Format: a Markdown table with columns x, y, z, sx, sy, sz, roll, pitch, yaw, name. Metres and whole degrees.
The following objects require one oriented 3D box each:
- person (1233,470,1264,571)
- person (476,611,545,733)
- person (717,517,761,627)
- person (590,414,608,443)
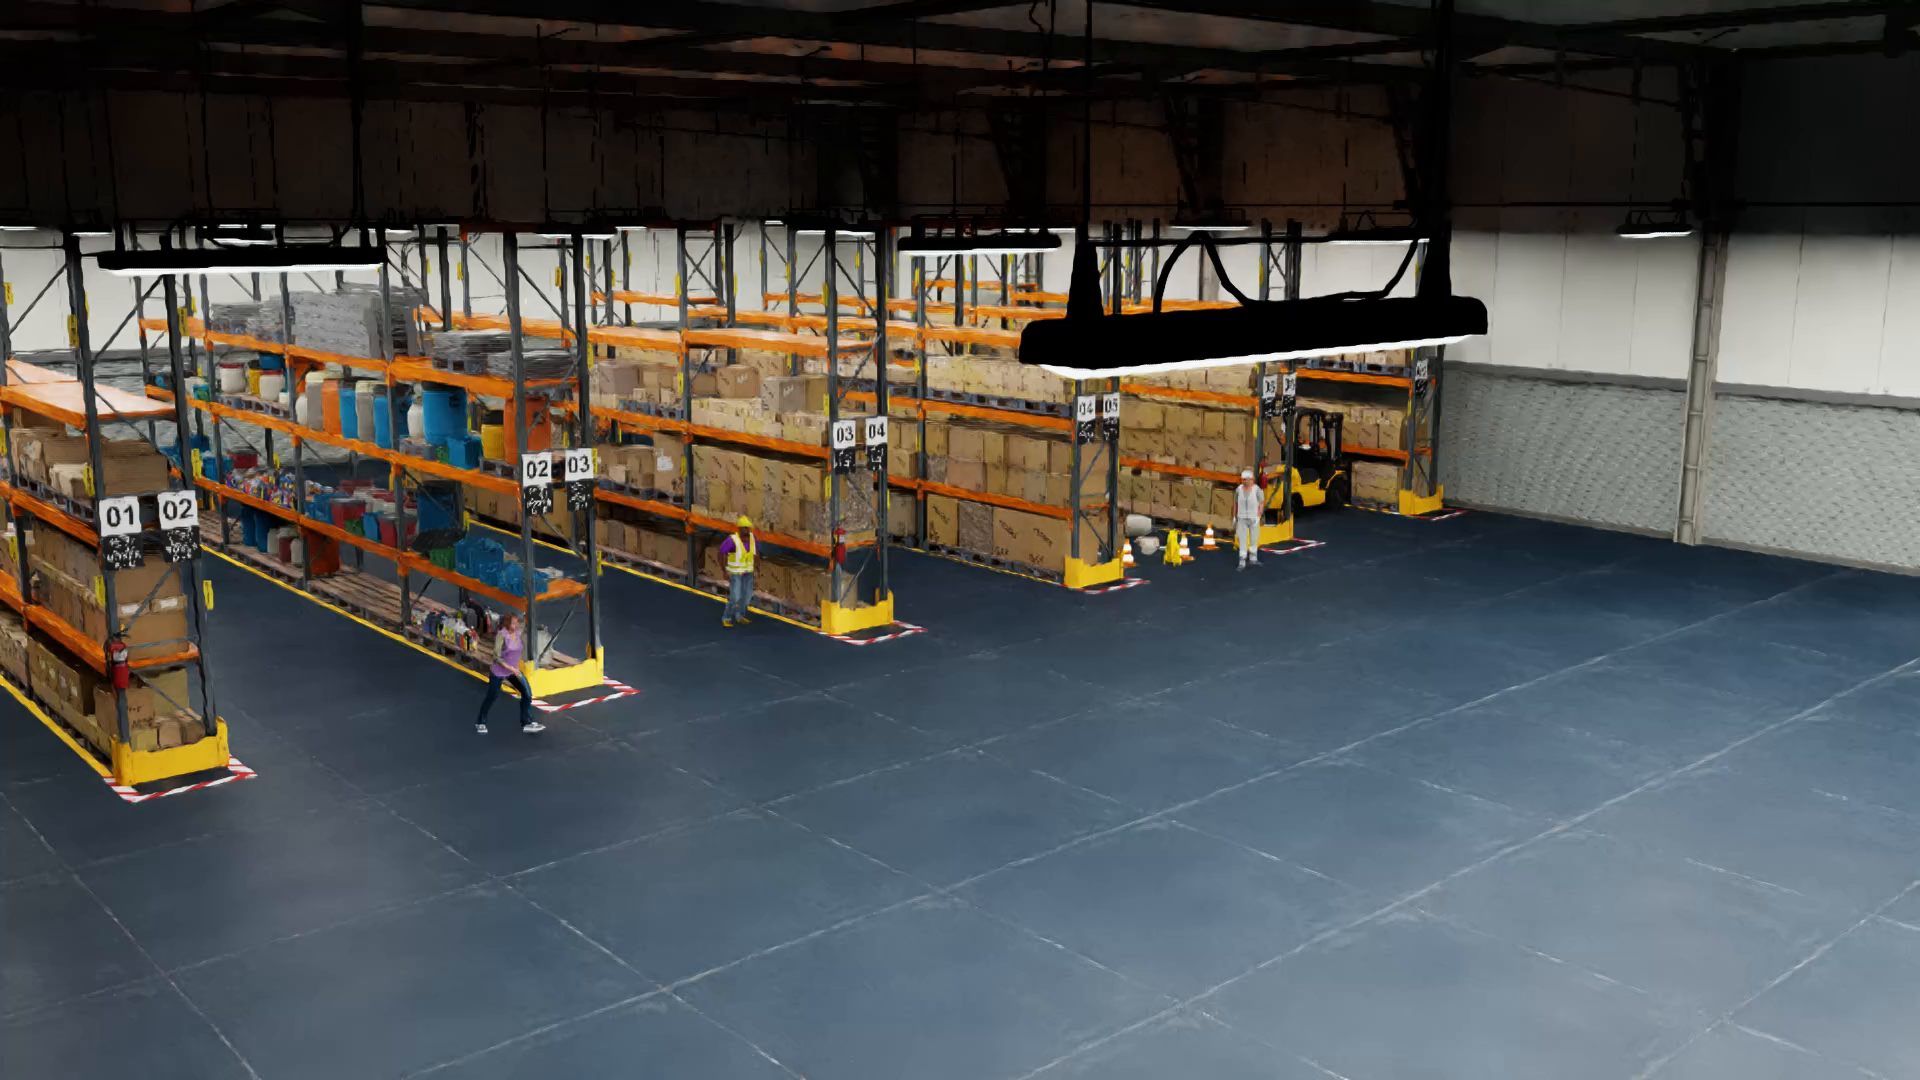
| x | y | z | sx | sy | sz | roll | pitch | yaw | name |
| --- | --- | --- | --- | --- | --- | --- | --- | --- | --- |
| 5.063 | -0.362 | 29.204 | 0.551 | 1.786 | 0.711 | 4 | 12 | 19 | person |
| -5.501 | 1.582 | 20.103 | 0.786 | 1.525 | 0.554 | 7 | 13 | 30 | person |
| -3.327 | 0.478 | 25.214 | 0.719 | 1.714 | 0.578 | -10 | 15 | -41 | person |
| -8.885 | -2.739 | 41.042 | 0.587 | 1.762 | 0.612 | 3 | 12 | 16 | person |
